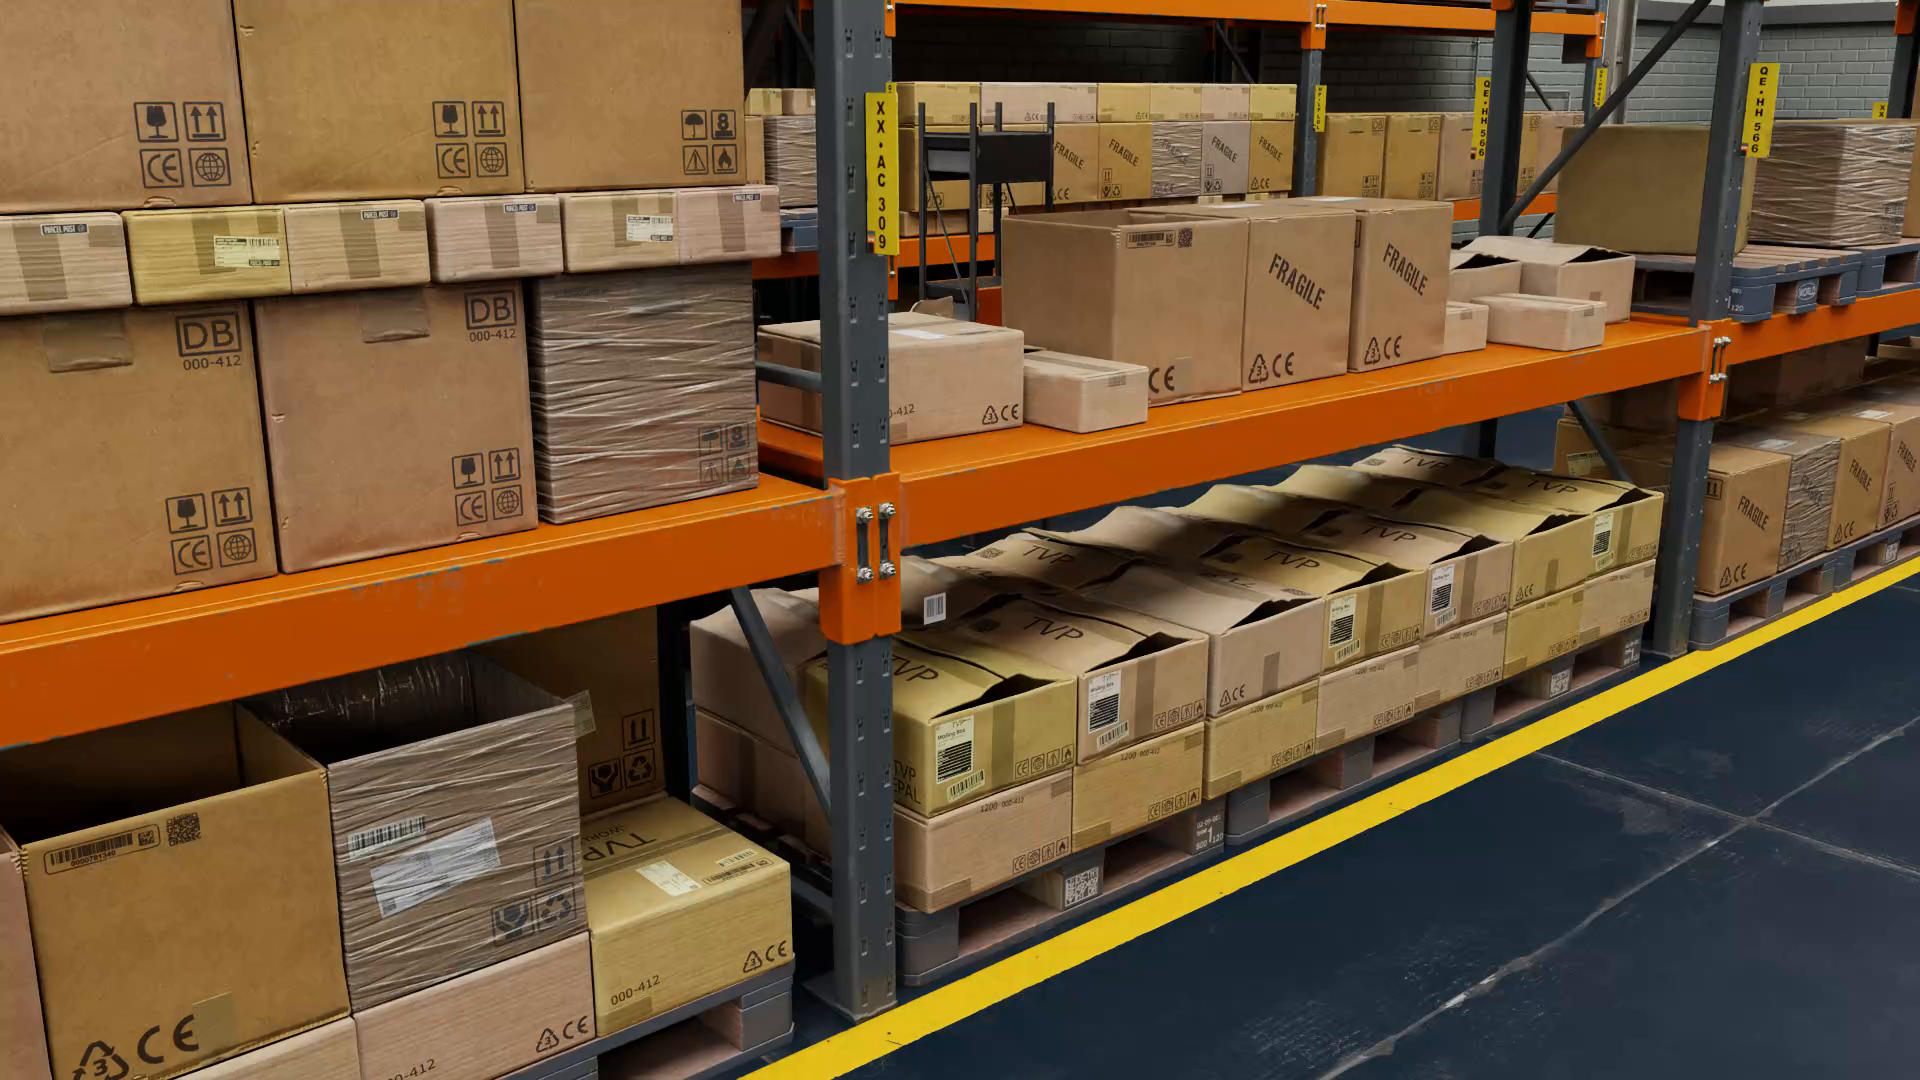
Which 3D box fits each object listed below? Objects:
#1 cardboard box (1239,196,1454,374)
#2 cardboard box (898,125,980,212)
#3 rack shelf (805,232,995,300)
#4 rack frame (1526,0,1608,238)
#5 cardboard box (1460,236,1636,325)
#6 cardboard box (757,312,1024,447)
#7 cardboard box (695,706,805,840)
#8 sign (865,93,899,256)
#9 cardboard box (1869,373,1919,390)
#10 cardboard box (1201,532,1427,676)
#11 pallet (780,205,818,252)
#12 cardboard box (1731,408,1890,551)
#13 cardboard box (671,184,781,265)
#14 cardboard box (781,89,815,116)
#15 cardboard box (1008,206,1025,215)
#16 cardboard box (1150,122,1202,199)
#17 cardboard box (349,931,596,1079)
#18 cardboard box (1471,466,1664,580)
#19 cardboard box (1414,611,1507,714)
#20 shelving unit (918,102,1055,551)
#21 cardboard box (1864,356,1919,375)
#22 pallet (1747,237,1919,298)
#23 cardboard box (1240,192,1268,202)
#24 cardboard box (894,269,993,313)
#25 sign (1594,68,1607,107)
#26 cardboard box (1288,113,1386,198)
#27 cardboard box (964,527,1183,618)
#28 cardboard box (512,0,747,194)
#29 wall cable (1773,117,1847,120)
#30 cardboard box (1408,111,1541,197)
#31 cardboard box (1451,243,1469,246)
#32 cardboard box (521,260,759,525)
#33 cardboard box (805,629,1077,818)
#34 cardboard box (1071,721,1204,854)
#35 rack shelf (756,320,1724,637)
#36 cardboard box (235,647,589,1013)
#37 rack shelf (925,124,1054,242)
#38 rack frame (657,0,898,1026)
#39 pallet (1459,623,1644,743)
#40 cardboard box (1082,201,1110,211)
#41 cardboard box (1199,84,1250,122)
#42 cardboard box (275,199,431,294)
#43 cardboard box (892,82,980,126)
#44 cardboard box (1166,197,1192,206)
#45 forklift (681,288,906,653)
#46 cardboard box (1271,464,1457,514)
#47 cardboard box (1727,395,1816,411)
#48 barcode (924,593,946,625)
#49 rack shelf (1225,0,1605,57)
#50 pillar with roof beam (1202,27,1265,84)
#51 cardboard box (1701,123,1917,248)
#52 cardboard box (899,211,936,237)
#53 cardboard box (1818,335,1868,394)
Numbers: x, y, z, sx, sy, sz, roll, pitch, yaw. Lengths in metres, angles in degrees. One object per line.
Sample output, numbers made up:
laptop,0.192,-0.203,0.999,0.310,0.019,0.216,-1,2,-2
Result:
cardboard box,1.237,-0.845,5.406,0.500,0.500,0.500,-14,20,-42
cardboard box,-0.228,-2.282,10.170,0.500,0.500,0.500,-12,19,-38
rack shelf,0.746,-2.039,11.464,4.000,0.370,1.077,-13,19,-39
rack frame,5.272,-3.403,15.176,0.127,3.000,1.000,-13,19,-39
cardboard box,2.189,-0.988,6.307,0.500,0.311,0.500,-11,19,-36
cardboard box,-0.183,-0.426,4.321,0.500,0.250,0.500,-11,19,-36
cardboard box,-0.403,0.593,4.733,0.500,0.250,0.500,-13,20,-40
sign,-0.160,-0.755,3.432,0.005,0.325,0.100,-13,19,-39
cardboard box,4.947,-0.545,8.468,0.500,0.500,0.500,-13,19,-39
cardboard box,1.109,0.166,5.243,0.500,0.311,0.500,-12,19,-38
pallet,-1.230,-1.813,9.598,1.003,0.211,1.213,-13,19,-39
cardboard box,3.796,-0.284,7.491,0.500,0.500,0.500,-13,20,-40
cardboard box,-0.590,-0.680,3.533,0.250,0.149,0.380,-13,20,-39
cardboard box,-1.003,-2.557,9.709,0.380,0.149,0.250,13,20,40
cardboard box,0.198,-2.083,10.682,0.250,0.149,0.380,-13,20,-40
cardboard box,1.309,-2.628,11.466,0.500,0.500,0.500,-13,19,-39
cardboard box,-1.116,0.923,3.495,0.500,0.250,0.500,-13,19,-39
cardboard box,2.258,-0.092,6.211,0.500,0.311,0.500,-12,19,-38
cardboard box,1.487,0.351,5.638,0.500,0.250,0.500,-12,19,-38
shelving unit,0.125,-1.042,8.084,0.503,2.100,0.431,-13,19,-39
cardboard box,4.984,-0.732,9.168,0.500,0.500,0.500,-14,20,-42
pallet,3.956,-1.321,7.756,1.213,0.211,1.003,-13,19,-39
cardboard box,2.011,-2.454,12.071,0.250,0.149,0.380,-12,19,-38
cardboard box,-0.122,-1.311,10.697,0.750,0.750,0.750,-13,20,-40
sign,5.618,-3.969,14.592,0.005,0.325,0.100,-13,19,-39
cardboard box,2.675,-2.959,12.933,0.700,0.700,0.980,-12,19,-39
cardboard box,0.358,0.151,5.301,0.500,0.311,0.500,-13,20,-40
cardboard box,-0.856,-1.005,3.492,0.500,0.500,0.700,-13,19,-39
wall cable,9.774,-5.689,18.129,0.112,2.526,3.097,-13,19,-39
cardboard box,4.353,-3.334,14.337,0.700,0.700,0.980,-13,20,-40
cardboard box,4.391,-2.547,14.747,0.250,0.149,0.380,-13,19,-39
cardboard box,-0.856,-0.378,3.659,0.500,0.500,0.700,-13,20,-41
cardboard box,-0.050,0.427,4.267,0.500,0.311,0.500,-13,19,-39
cardboard box,0.328,0.613,4.657,0.500,0.250,0.500,-12,19,-38
rack shelf,0.983,-0.397,5.319,4.000,0.370,1.077,-13,19,-39
cardboard box,-1.117,0.561,3.400,0.500,0.500,0.500,-13,19,-39
rack shelf,0.125,-1.706,7.907,0.480,0.518,0.431,-13,19,-39
rack frame,-0.526,-0.406,3.958,0.127,3.000,1.000,-13,19,-39
pallet,1.845,0.395,6.361,1.213,0.211,1.003,-13,19,-39
cardboard box,0.788,-2.208,11.153,0.250,0.149,0.380,-13,19,-39
cardboard box,1.678,-3.075,11.689,0.500,0.250,0.500,-12,19,-38
cardboard box,-1.171,-0.549,3.042,0.250,0.149,0.380,-13,20,-39
cardboard box,-0.229,-2.643,10.070,0.500,0.250,0.500,-12,19,-38
cardboard box,1.397,-2.334,11.623,0.250,0.149,0.380,-13,19,-39
forklift,-1.611,-0.972,6.210,1.130,2.935,3.031,14,20,41
cardboard box,1.513,-0.107,6.266,0.500,0.311,0.500,-13,20,-41
cardboard box,3.826,-0.470,8.190,0.500,0.500,0.500,-14,20,-41
barcode,-0.060,0.163,3.958,0.075,0.075,0.001,-13,19,-39
rack shelf,3.764,-4.166,13.614,4.000,0.370,1.077,-13,19,-39
pillar with roof beam,5.041,-5.072,9.802,0.400,9.000,9.100,-13,19,-39
cardboard box,3.708,-1.581,7.350,0.500,0.500,0.700,-9,17,-29
cardboard box,-0.362,-1.946,10.173,0.250,0.149,0.380,-13,20,-40
cardboard box,4.230,-0.925,8.437,0.500,0.250,0.500,-13,19,-39
